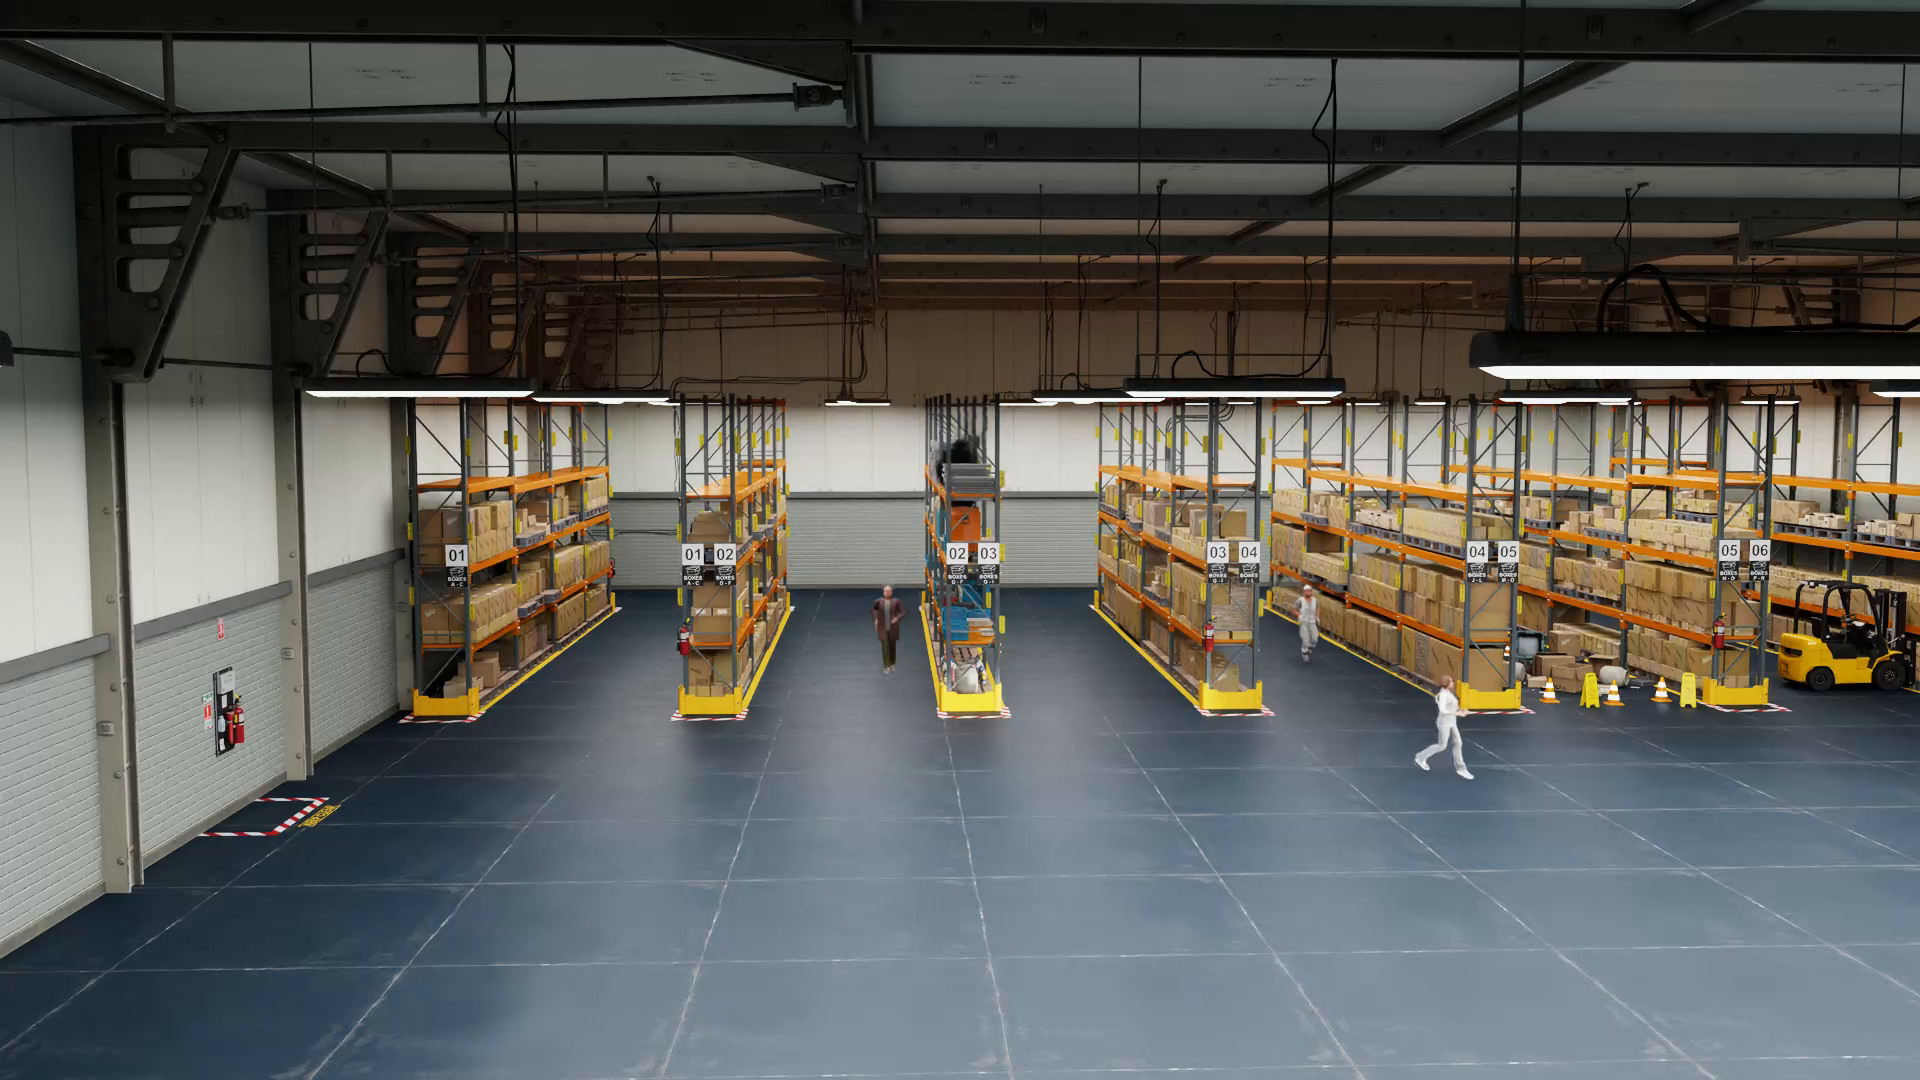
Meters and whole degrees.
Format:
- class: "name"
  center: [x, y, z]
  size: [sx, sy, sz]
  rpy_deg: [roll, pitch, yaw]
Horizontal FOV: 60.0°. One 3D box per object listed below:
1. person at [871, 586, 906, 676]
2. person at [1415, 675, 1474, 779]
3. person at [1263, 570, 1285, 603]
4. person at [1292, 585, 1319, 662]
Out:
- class: "person"
  center: [-1.474, 1.854, 34.222]
  size: [0.716, 1.823, 0.856]
  rpy_deg: [0, 5, 0]
- class: "person"
  center: [7.534, 2.883, 25.825]
  size: [0.894, 1.600, 0.552]
  rpy_deg: [3, 5, 29]
- class: "person"
  center: [9.352, 1.002, 48.875]
  size: [0.841, 1.739, 0.710]
  rpy_deg: [-1, 5, -10]
- class: "person"
  center: [7.829, 1.886, 37.465]
  size: [0.661, 1.746, 0.572]
  rpy_deg: [0, 5, -6]
